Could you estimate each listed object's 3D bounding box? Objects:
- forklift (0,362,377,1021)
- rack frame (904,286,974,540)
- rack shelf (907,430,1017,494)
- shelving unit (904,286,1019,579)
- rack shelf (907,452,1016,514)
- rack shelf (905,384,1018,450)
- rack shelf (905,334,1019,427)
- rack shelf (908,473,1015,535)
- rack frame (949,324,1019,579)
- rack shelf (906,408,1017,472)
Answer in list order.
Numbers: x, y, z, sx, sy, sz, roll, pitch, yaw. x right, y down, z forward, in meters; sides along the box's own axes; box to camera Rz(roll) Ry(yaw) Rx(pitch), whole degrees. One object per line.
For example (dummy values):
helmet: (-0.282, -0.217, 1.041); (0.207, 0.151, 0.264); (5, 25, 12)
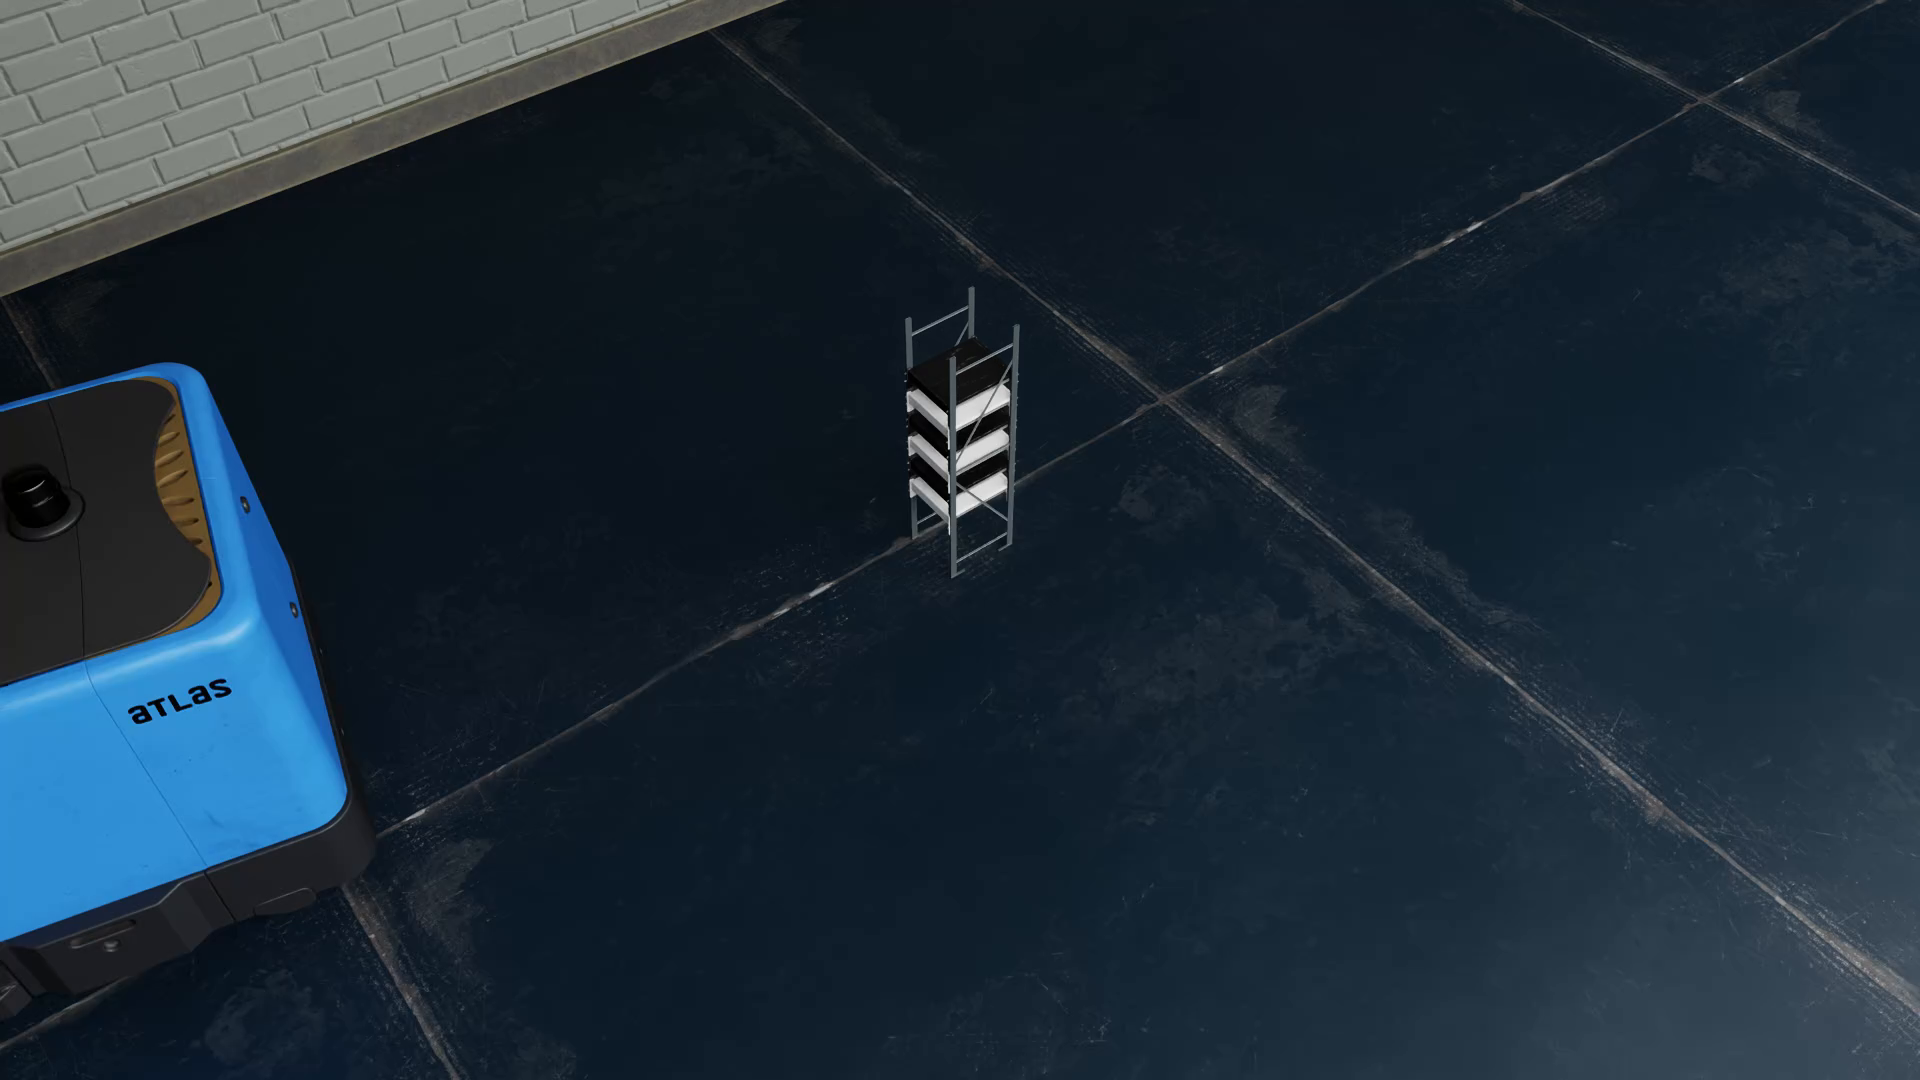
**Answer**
forklift: (-3.107, 0.049, 3.227); (3.031, 2.935, 1.130); (-19, 51, -17)
rack frame: (-0.057, -0.357, 4.967); (0.240, 0.900, 0.006); (-29, 54, -24)
rack shelf: (0.005, -0.275, 4.937); (0.258, 0.077, 0.200); (-29, 54, -24)
shelving unit: (0.005, -0.297, 4.912); (0.258, 0.900, 0.210); (-29, 54, -24)
rack shelf: (0.005, -0.215, 5.004); (0.258, 0.077, 0.200); (-29, 54, -24)
rack shelf: (0.005, -0.396, 4.804); (0.258, 0.077, 0.200); (-29, 54, -24)
rack shelf: (0.005, -0.456, 4.737); (0.258, 0.077, 0.200); (-29, 54, -24)
rack shelf: (0.005, -0.154, 5.070); (0.258, 0.077, 0.200); (-29, 54, -24)
rack frame: (0.066, -0.237, 4.858); (0.240, 0.900, 0.006); (-29, 54, -24)
rack shelf: (0.005, -0.336, 4.870); (0.258, 0.077, 0.200); (-29, 54, -24)
